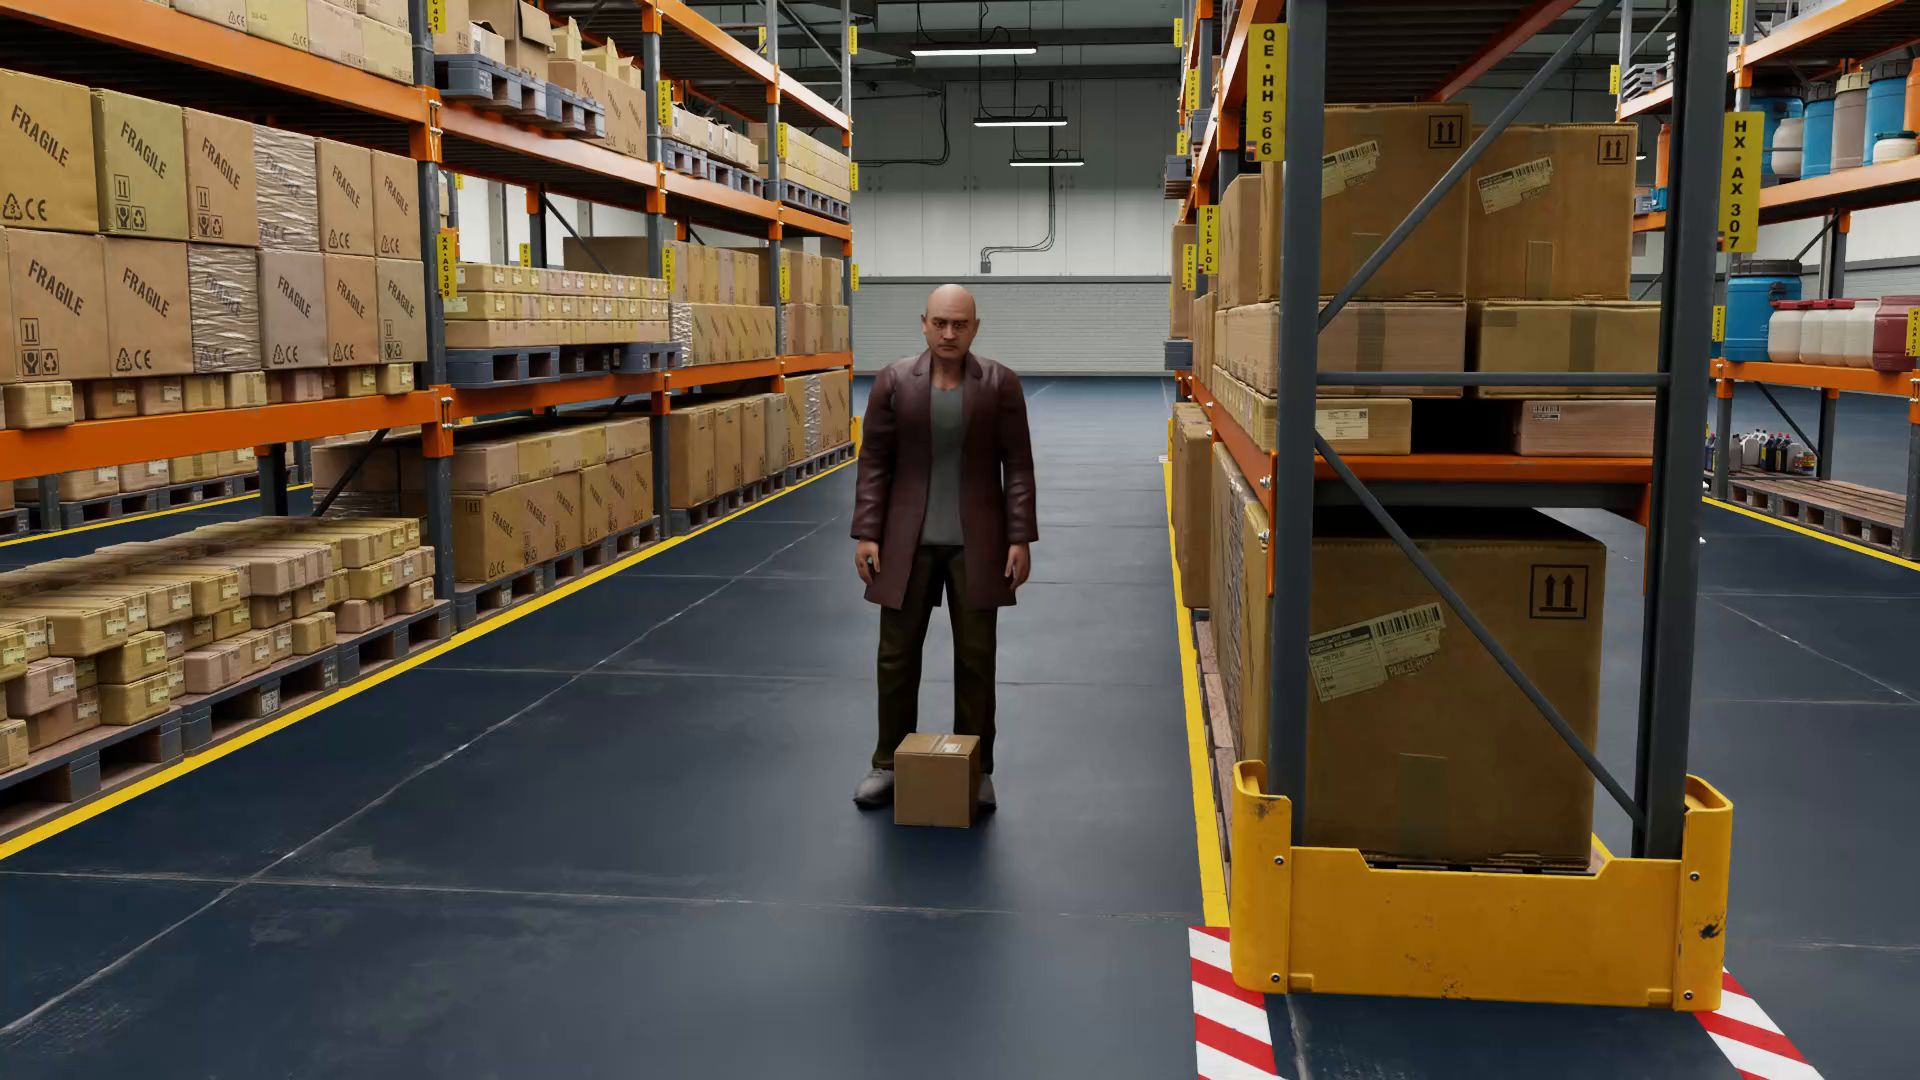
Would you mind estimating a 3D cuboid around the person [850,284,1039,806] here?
[{"bbox_3d":[-0.054,0.017,5.720,0.648,1.772,0.433,0,7,3],"label":"person"}]
